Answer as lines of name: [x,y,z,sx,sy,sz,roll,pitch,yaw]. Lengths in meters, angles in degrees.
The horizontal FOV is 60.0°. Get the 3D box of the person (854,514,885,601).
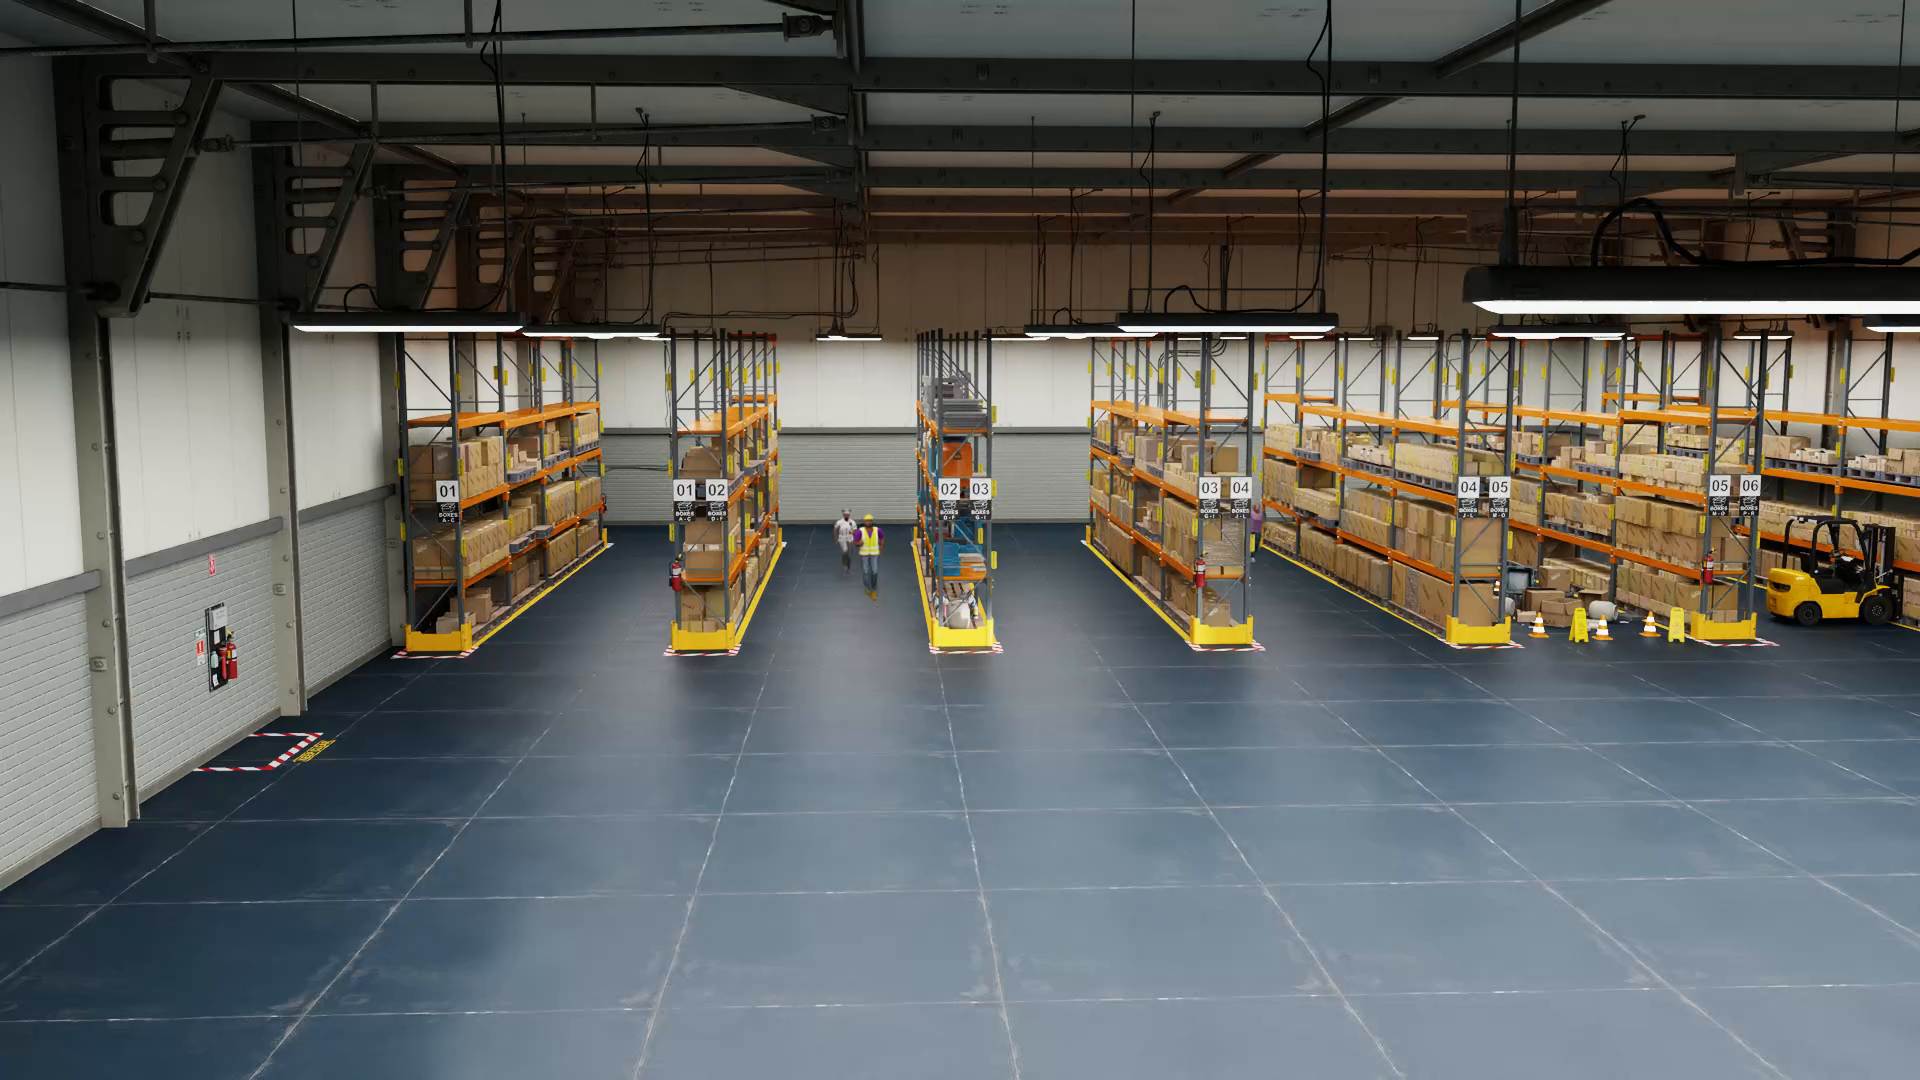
person: [-1.936,0.380,35.709,0.676,1.857,0.679,-1,7,-6]

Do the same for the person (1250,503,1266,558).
person: [7.783,-0.235,43.729,0.546,1.472,0.483,-1,7,-9]

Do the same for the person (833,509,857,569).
person: [-2.779,-0.008,40.625,0.562,1.539,0.859,-2,7,-14]

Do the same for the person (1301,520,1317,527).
person: [10.154,-0.885,48.776,0.762,1.733,0.858,-4,8,-32]
